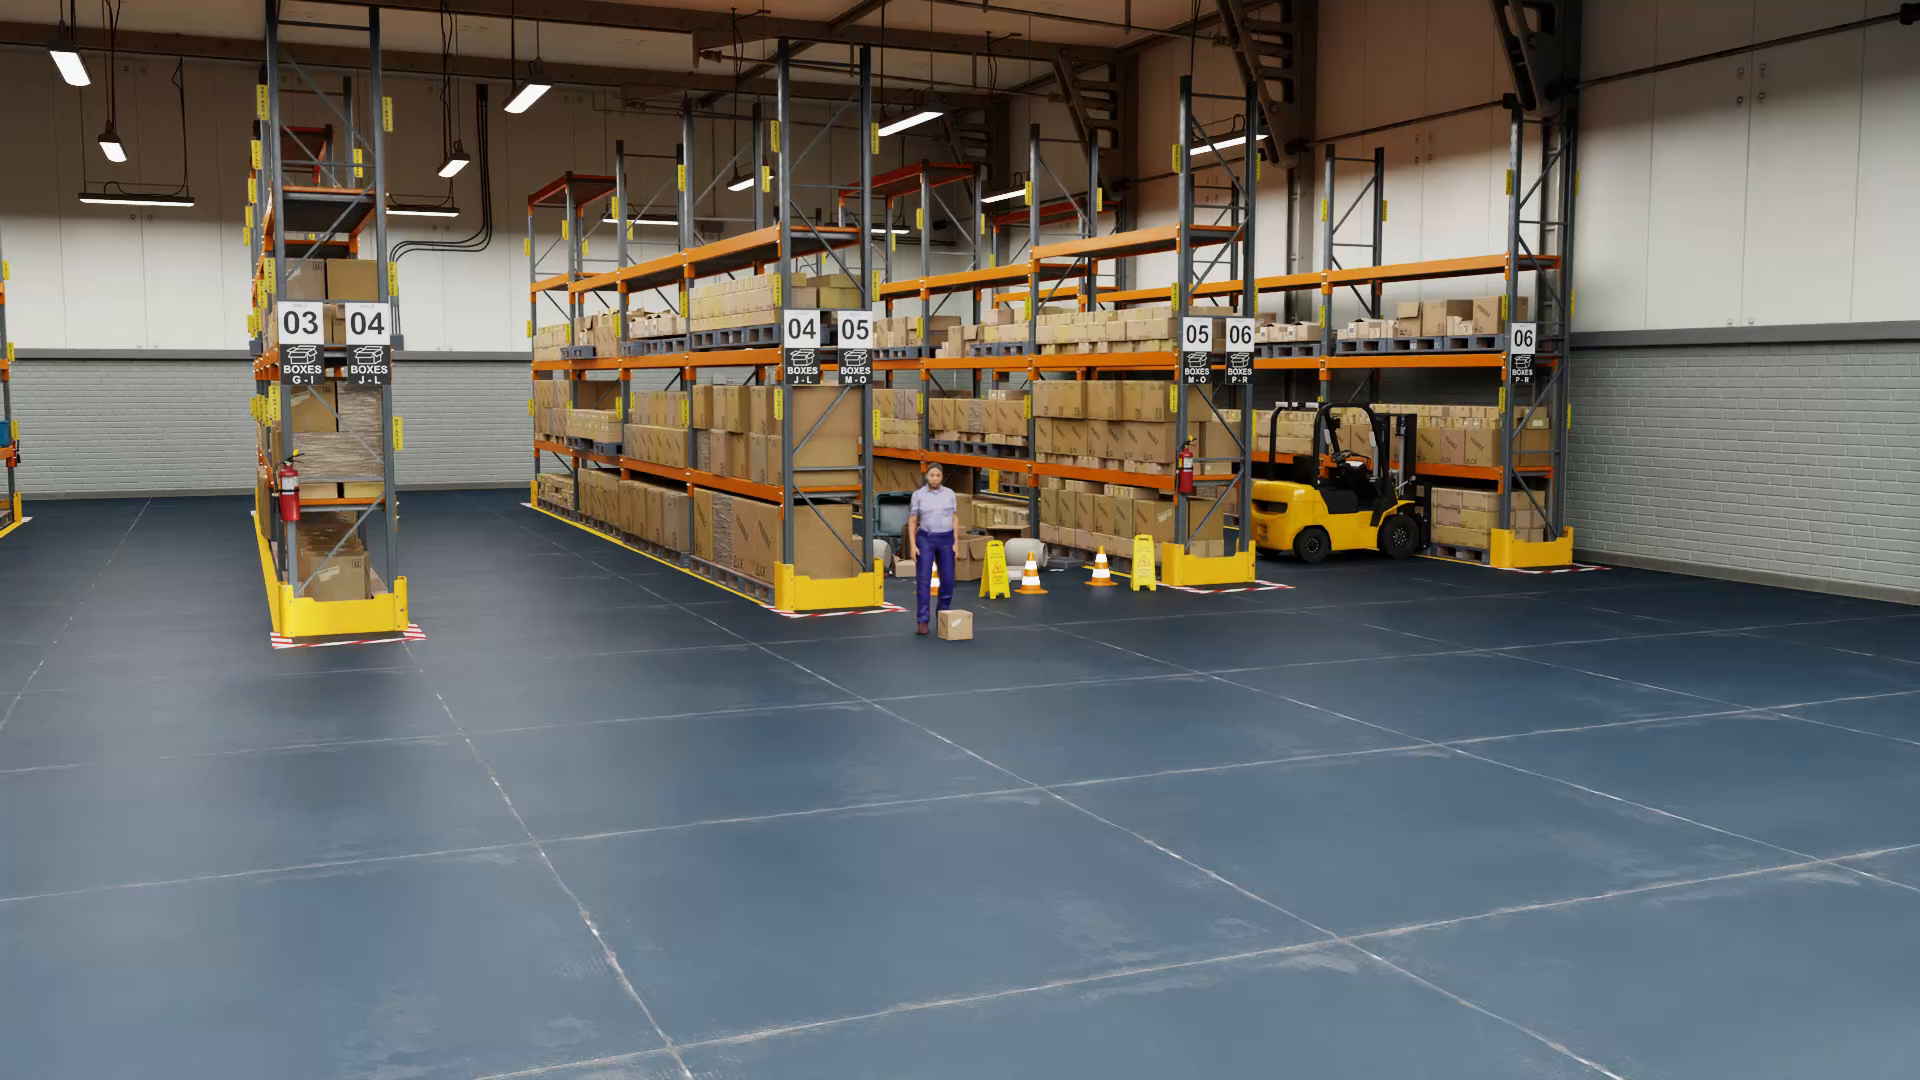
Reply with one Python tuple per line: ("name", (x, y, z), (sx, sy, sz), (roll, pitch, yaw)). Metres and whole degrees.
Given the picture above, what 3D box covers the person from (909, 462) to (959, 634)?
("person", (-0.254, 0.068, 16.273), (0.494, 1.656, 0.503), (-1, 6, -12))
